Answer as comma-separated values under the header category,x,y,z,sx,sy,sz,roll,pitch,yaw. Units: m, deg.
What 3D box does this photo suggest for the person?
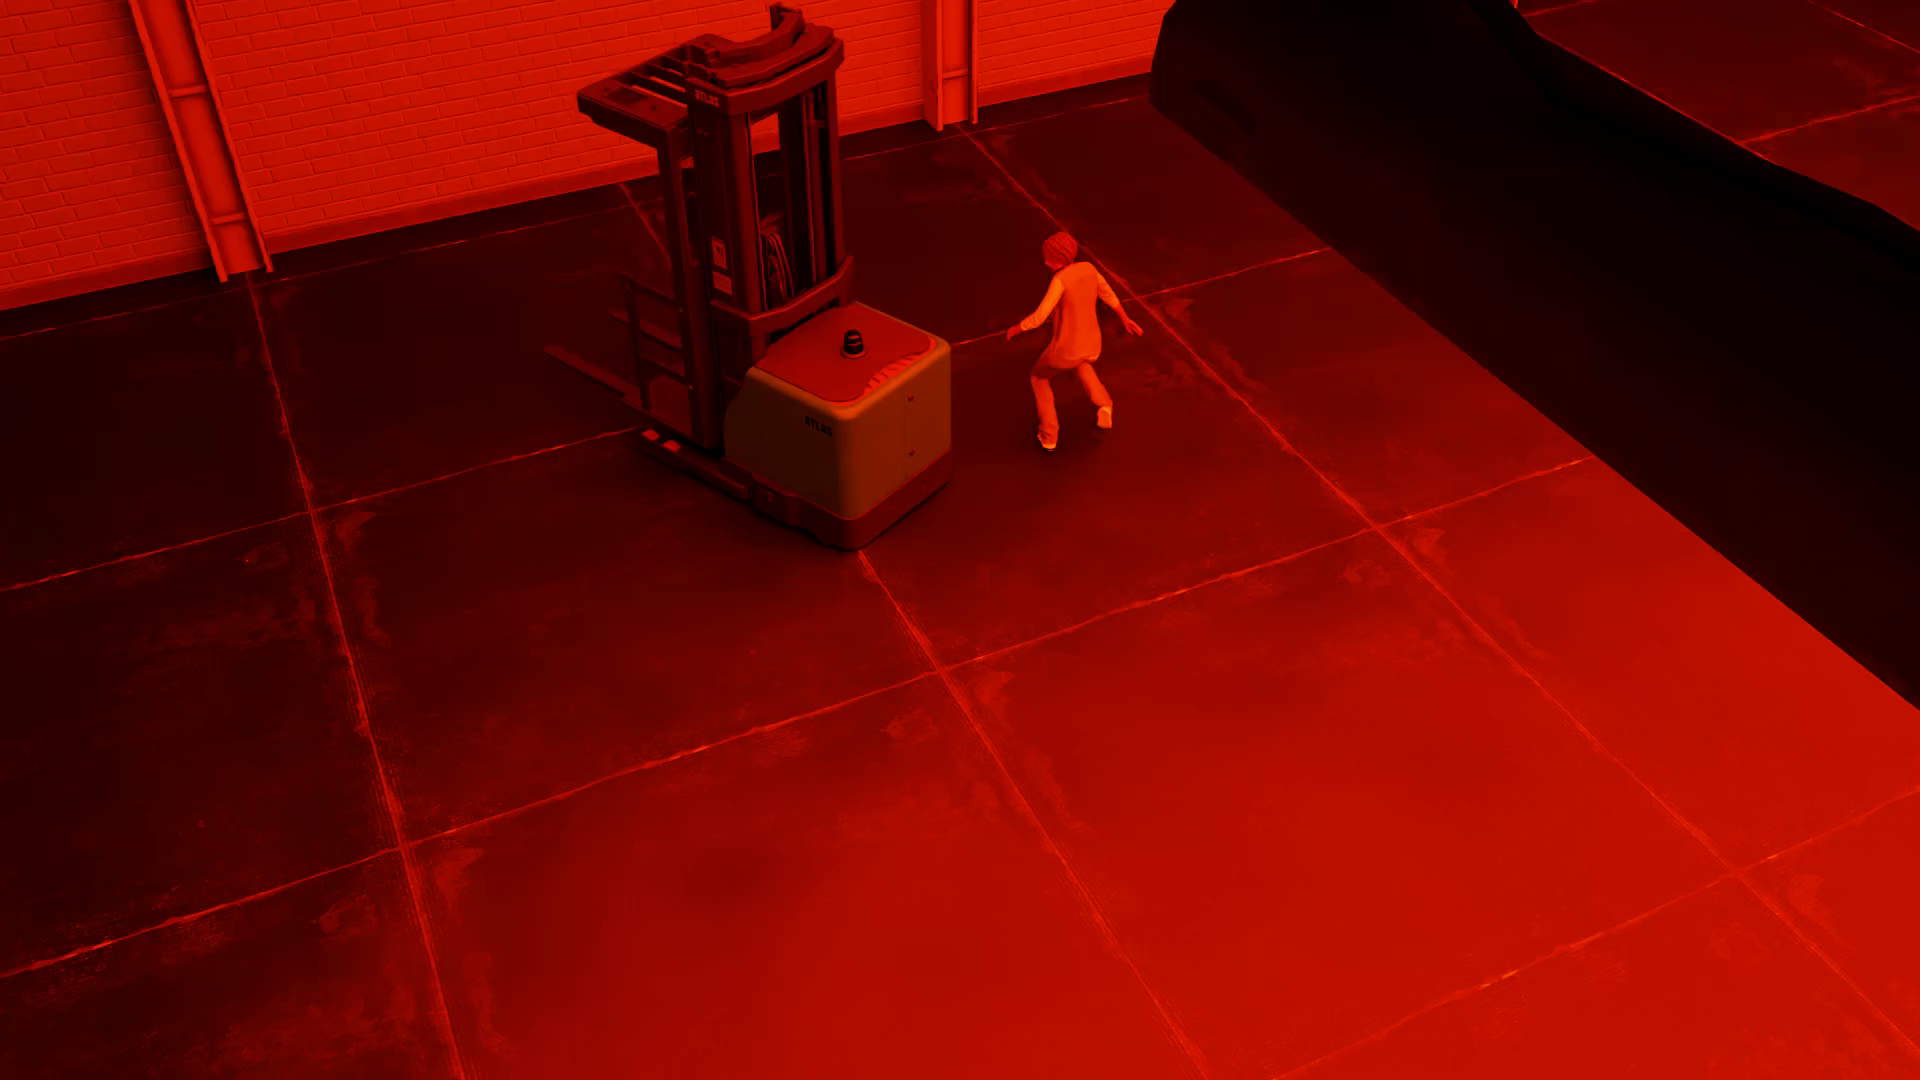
category,x,y,z,sx,sy,sz,roll,pitch,yaw
person,0.753,-1.295,10.774,0.851,1.463,0.459,-23,45,-26

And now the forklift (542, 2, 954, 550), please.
category,x,y,z,sx,sy,sz,roll,pitch,yaw
forklift,-1.511,-1.848,10.230,3.031,2.935,1.130,27,47,28
